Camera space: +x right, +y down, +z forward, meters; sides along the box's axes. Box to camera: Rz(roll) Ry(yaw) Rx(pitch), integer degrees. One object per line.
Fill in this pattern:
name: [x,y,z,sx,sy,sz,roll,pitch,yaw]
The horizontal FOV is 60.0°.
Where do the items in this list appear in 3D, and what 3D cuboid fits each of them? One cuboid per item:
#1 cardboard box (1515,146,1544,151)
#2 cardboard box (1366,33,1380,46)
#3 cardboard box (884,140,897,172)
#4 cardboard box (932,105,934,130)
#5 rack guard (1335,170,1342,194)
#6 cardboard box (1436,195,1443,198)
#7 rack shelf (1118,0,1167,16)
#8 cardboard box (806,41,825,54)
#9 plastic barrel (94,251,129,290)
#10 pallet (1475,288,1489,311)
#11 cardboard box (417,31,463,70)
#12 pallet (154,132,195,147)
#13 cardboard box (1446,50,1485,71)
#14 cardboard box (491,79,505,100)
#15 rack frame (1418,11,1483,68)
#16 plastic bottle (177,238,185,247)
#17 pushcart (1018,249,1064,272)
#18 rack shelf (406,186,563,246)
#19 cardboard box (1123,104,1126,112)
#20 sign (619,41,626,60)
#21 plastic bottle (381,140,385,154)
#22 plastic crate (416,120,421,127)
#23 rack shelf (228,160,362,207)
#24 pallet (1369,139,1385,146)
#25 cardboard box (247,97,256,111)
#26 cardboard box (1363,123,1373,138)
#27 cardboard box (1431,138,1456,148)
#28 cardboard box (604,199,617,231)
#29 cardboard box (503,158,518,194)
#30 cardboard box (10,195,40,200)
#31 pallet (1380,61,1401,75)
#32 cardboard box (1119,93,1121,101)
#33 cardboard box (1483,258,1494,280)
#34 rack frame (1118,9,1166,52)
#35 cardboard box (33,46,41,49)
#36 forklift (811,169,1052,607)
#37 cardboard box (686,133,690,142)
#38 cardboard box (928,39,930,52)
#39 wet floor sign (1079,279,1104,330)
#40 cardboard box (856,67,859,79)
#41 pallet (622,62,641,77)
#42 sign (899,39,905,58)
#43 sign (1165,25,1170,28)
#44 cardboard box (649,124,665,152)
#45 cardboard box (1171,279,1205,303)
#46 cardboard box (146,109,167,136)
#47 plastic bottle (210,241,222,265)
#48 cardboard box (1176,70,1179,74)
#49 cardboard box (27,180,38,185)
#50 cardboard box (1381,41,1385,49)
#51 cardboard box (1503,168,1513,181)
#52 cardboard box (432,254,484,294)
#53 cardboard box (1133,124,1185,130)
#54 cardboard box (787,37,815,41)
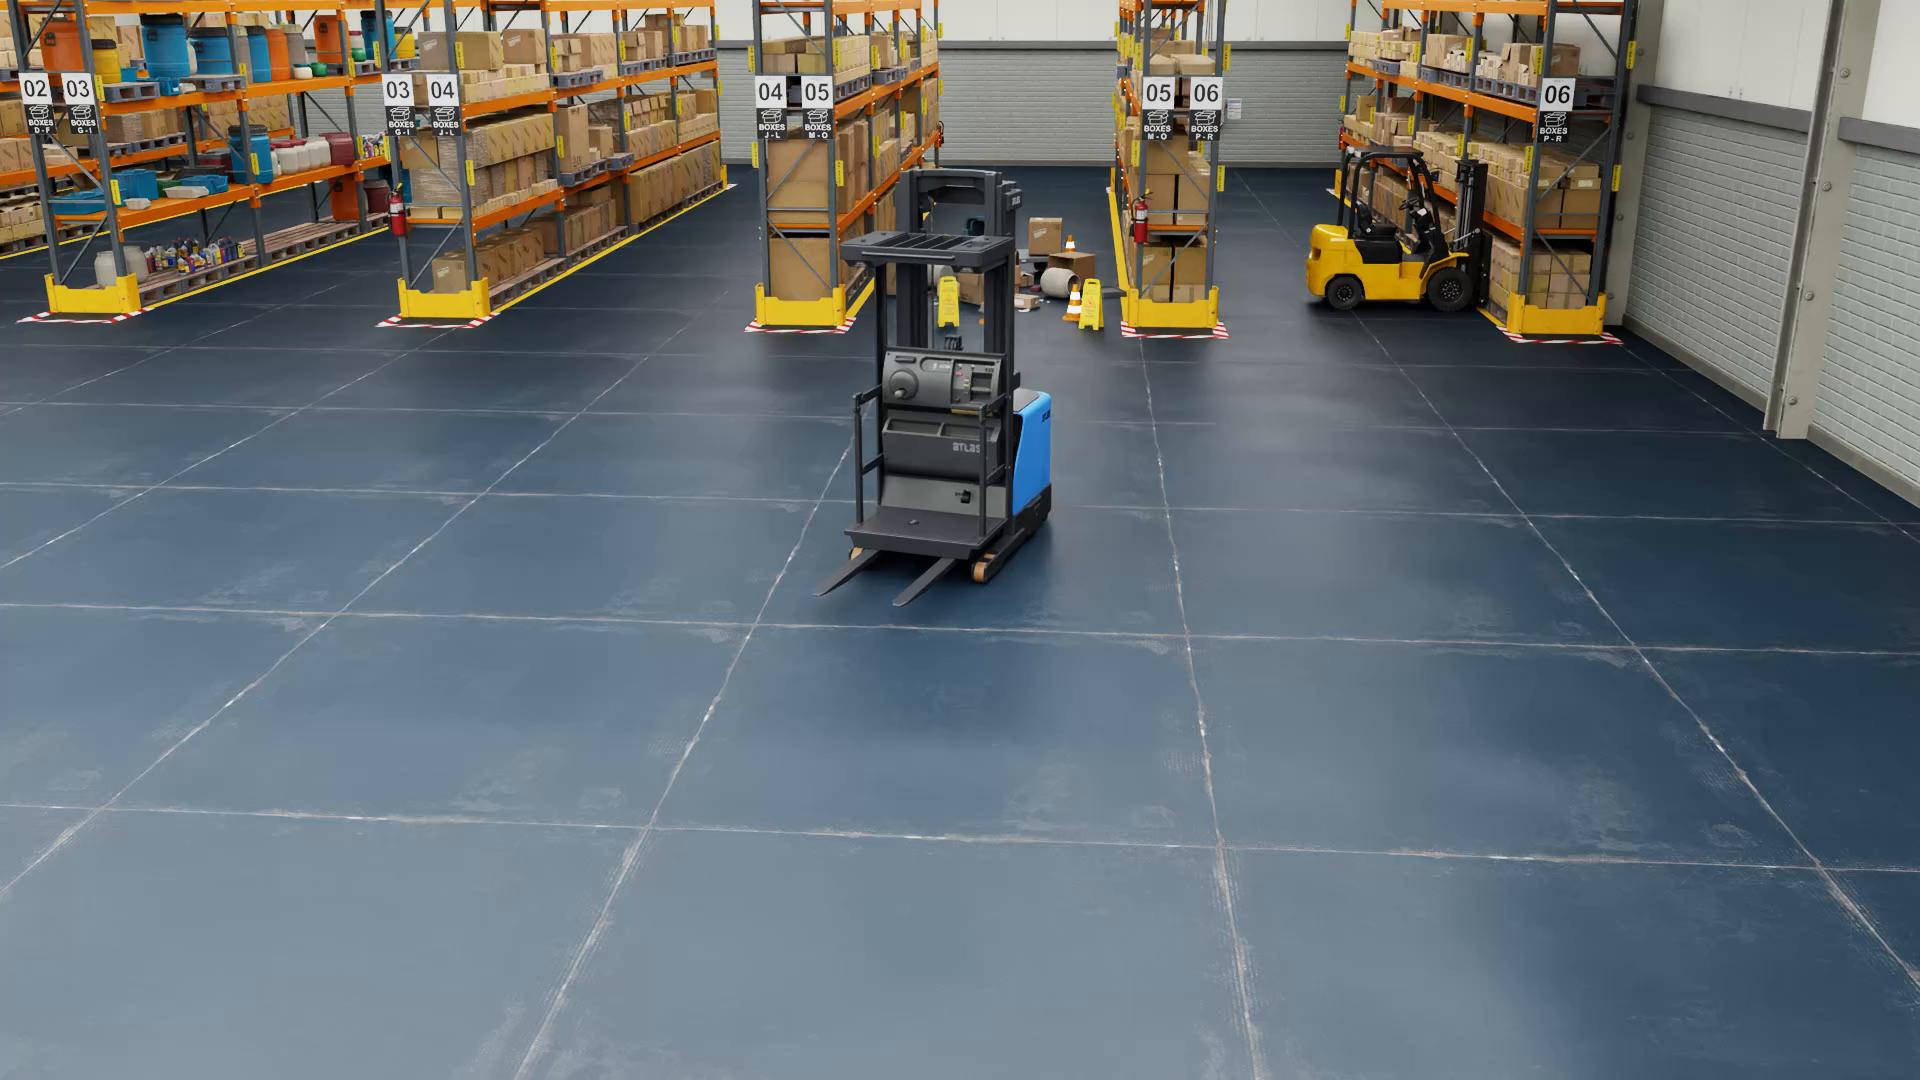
cardboard box: [8.270,-5.634,24.121,0.380,0.149,0.250,1,18,3]
cardboard box: [8.498,-10.097,33.565,0.500,0.250,0.500,2,18,5]
cardboard box: [-1.355,-6.580,28.528,0.500,0.500,0.500,1,18,4]
cardboard box: [-0.824,-9.044,35.569,0.500,0.500,0.500,1,18,4]
rack guard: [8.911,-7.918,36.785,1.175,0.500,0.348,1,18,4]
cardboard box: [8.691,-6.120,29.581,0.380,0.149,0.250,2,18,7]
rack shelf: [3.822,-10.937,34.147,1.077,0.370,4.000,1,18,4]
cardboard box: [-1.785,-6.378,21.540,0.380,0.149,0.250,1,18,5]
plastic barrel: [-12.036,-3.825,23.600,0.421,0.512,0.421,0,18,0]
pallet: [7.872,-3.452,23.617,1.003,0.211,1.213,1,18,4]
cardboard box: [-7.208,-6.830,23.192,0.500,0.500,0.500,1,18,4]
pallet: [-16.253,-8.103,33.644,1.003,0.211,1.213,1,18,4]
cardboard box: [7.920,-7.501,25.990,0.500,0.311,0.500,1,18,2]
cardboard box: [-6.704,-6.303,23.266,0.500,0.250,0.500,1,18,4]
rack frame: [8.343,-9.496,27.951,1.000,3.000,0.127,1,18,4]
plastic bottle: [-12.192,-4.553,26.048,0.144,0.351,0.185,2,18,5]
pushcart: [0.827,-4.301,25.944,1.648,0.377,0.936,-5,19,-15]
rack shelf: [-6.923,-4.770,24.320,1.077,0.370,4.000,1,18,4]
cardboard box: [3.196,-7.603,30.043,0.500,0.500,0.500,2,18,5]
sign: [-5.952,-8.634,29.308,0.100,0.325,0.005,1,18,4]
plastic bottle: [-10.978,-7.475,31.624,0.097,0.271,0.097,0,18,0]
plastic crate: [-11.453,-8.502,34.482,0.392,0.384,0.575,1,18,4]
rack shelf: [-11.576,-6.123,28.448,1.077,0.370,4.000,1,18,4]
pallet: [8.463,-7.550,31.956,1.003,0.211,1.213,1,18,4]
cardboard box: [-15.662,-9.583,36.087,0.500,0.500,0.500,2,18,6]
cardboard box: [8.444,-8.277,33.629,0.500,0.250,0.500,1,18,4]
cardboard box: [7.944,-6.507,27.262,0.380,0.149,0.250,2,18,5]
cardboard box: [-6.521,-5.788,29.579,0.700,0.500,0.500,0,18,1]
cardboard box: [-6.957,-5.318,24.196,0.875,0.500,0.500,1,18,4]
cardboard box: [-16.733,-6.038,29.874,0.500,0.311,0.500,1,18,3]
pallet: [8.442,-8.700,30.642,1.213,0.211,1.003,1,18,4]
cardboard box: [3.437,-8.672,33.306,0.500,0.500,0.500,1,18,3]
cardboard box: [7.555,-3.765,23.035,0.500,0.250,0.500,1,18,3]
rack frame: [3.965,-12.090,35.868,1.000,3.000,0.127,1,18,4]
cardboard box: [-16.376,-8.807,30.506,0.910,0.500,0.500,1,18,4]
forklift: [-0.209,-1.210,12.410,1.130,2.935,3.031,6,19,19]
cardboard box: [-5.816,-8.347,34.482,0.380,0.149,0.250,2,18,6]
cardboard box: [-0.881,-10.287,34.621,0.500,0.250,0.500,0,18,2]
wet floor sign: [1.737,-3.116,21.896,0.267,0.644,0.232,8,20,23]
cardboard box: [-1.636,-6.629,23.586,0.380,0.149,0.250,1,18,3]
pallet: [-6.500,-8.513,30.071,1.213,0.211,1.003,2,18,6]
sign: [-1.000,-8.527,28.856,0.100,0.325,0.005,1,18,4]
sign: [4.505,-11.031,36.160,0.100,0.325,0.005,1,18,4]
cardboard box: [-6.040,-7.798,32.244,0.500,0.500,0.500,1,18,3]
cardboard box: [3.152,-3.407,22.745,0.500,0.250,0.500,1,18,3]
cardboard box: [-16.330,-8.330,33.194,0.700,0.500,0.500,4,19,13]
plastic bottle: [-11.515,-4.428,25.667,0.144,0.351,0.185,1,18,4]
cardboard box: [3.178,-6.233,22.573,0.500,0.250,0.500,2,18,6]
cardboard box: [-20.794,-8.107,36.686,0.700,0.500,0.500,2,18,5]
cardboard box: [8.162,-9.336,31.373,0.380,0.149,0.250,1,18,3]
cardboard box: [7.584,-4.950,22.510,0.380,0.149,0.250,1,18,2]
cardboard box: [-7.005,-3.696,23.227,0.500,0.500,0.500,5,19,14]
cardboard box: [2.789,-5.567,23.351,0.700,0.500,0.500,1,18,4]
cardboard box: [-2.276,-7.101,23.748,0.380,0.149,0.250,1,18,5]
